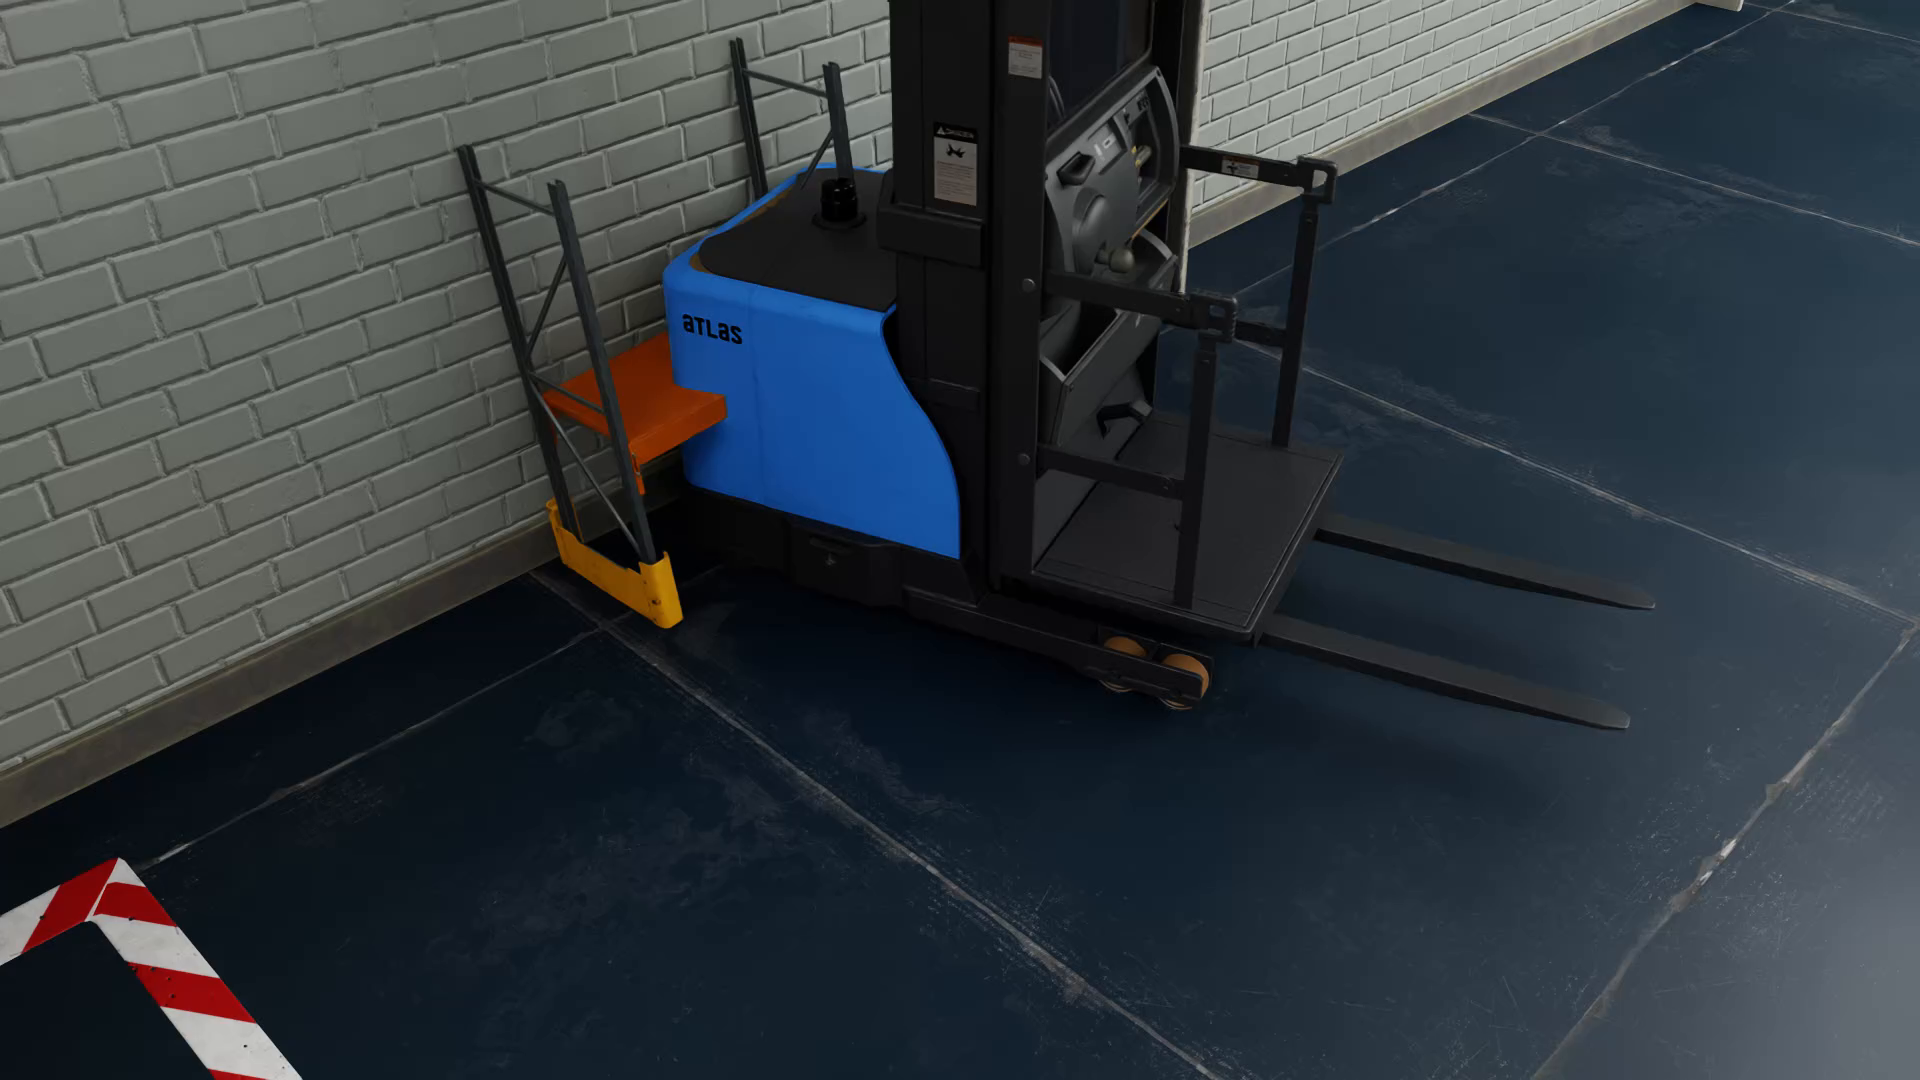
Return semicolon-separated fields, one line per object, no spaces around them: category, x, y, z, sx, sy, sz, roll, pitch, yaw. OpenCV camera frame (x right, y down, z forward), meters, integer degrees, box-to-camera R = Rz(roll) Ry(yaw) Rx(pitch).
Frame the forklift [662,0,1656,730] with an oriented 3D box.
forklift;0.626;-1.039;4.677;3.031;2.935;1.130;15;38;21

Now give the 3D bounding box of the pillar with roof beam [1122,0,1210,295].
pillar with roof beam;3.798;-3.021;2.216;9.100;9.000;0.400;30;45;35

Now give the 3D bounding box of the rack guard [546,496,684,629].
rack guard;-1.132;0.065;5.433;0.587;0.250;0.087;26;46;37

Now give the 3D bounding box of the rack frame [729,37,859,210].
rack frame;-0.489;-0.920;5.630;0.500;1.500;0.032;26;46;37

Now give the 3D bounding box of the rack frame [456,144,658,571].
rack frame;-1.190;-0.440;5.070;0.500;1.500;0.032;26;46;37

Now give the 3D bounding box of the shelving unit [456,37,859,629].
shelving unit;-0.846;-0.676;5.345;0.587;1.500;1.083;26;46;37

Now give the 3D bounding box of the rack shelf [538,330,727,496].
rack shelf;-0.823;-0.534;5.454;0.538;0.185;1.000;26;46;37
